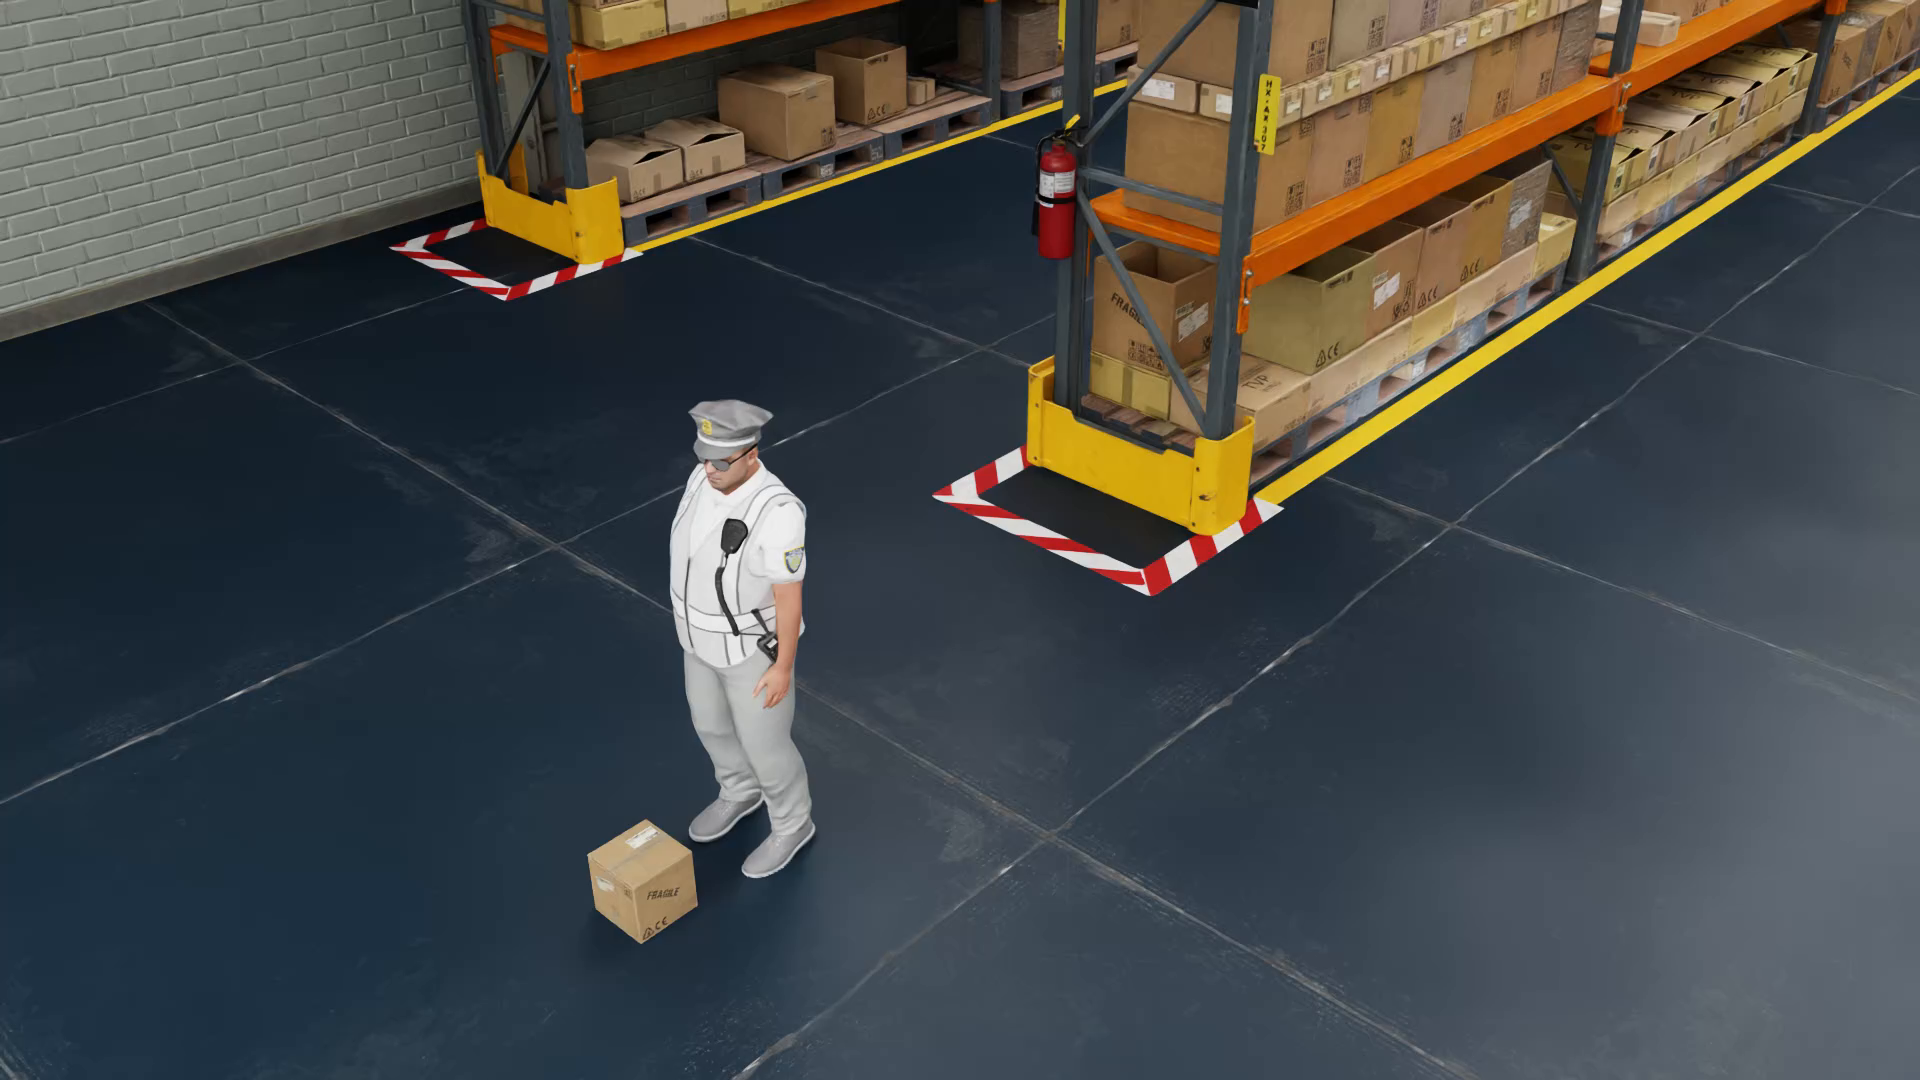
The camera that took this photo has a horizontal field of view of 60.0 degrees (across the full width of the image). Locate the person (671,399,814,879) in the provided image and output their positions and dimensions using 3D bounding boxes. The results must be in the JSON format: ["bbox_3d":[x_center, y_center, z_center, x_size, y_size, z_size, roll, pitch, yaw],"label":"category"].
[{"bbox_3d":[-0.733,0.343,5.582,0.529,1.748,0.392,26,40,36],"label":"person"}]
